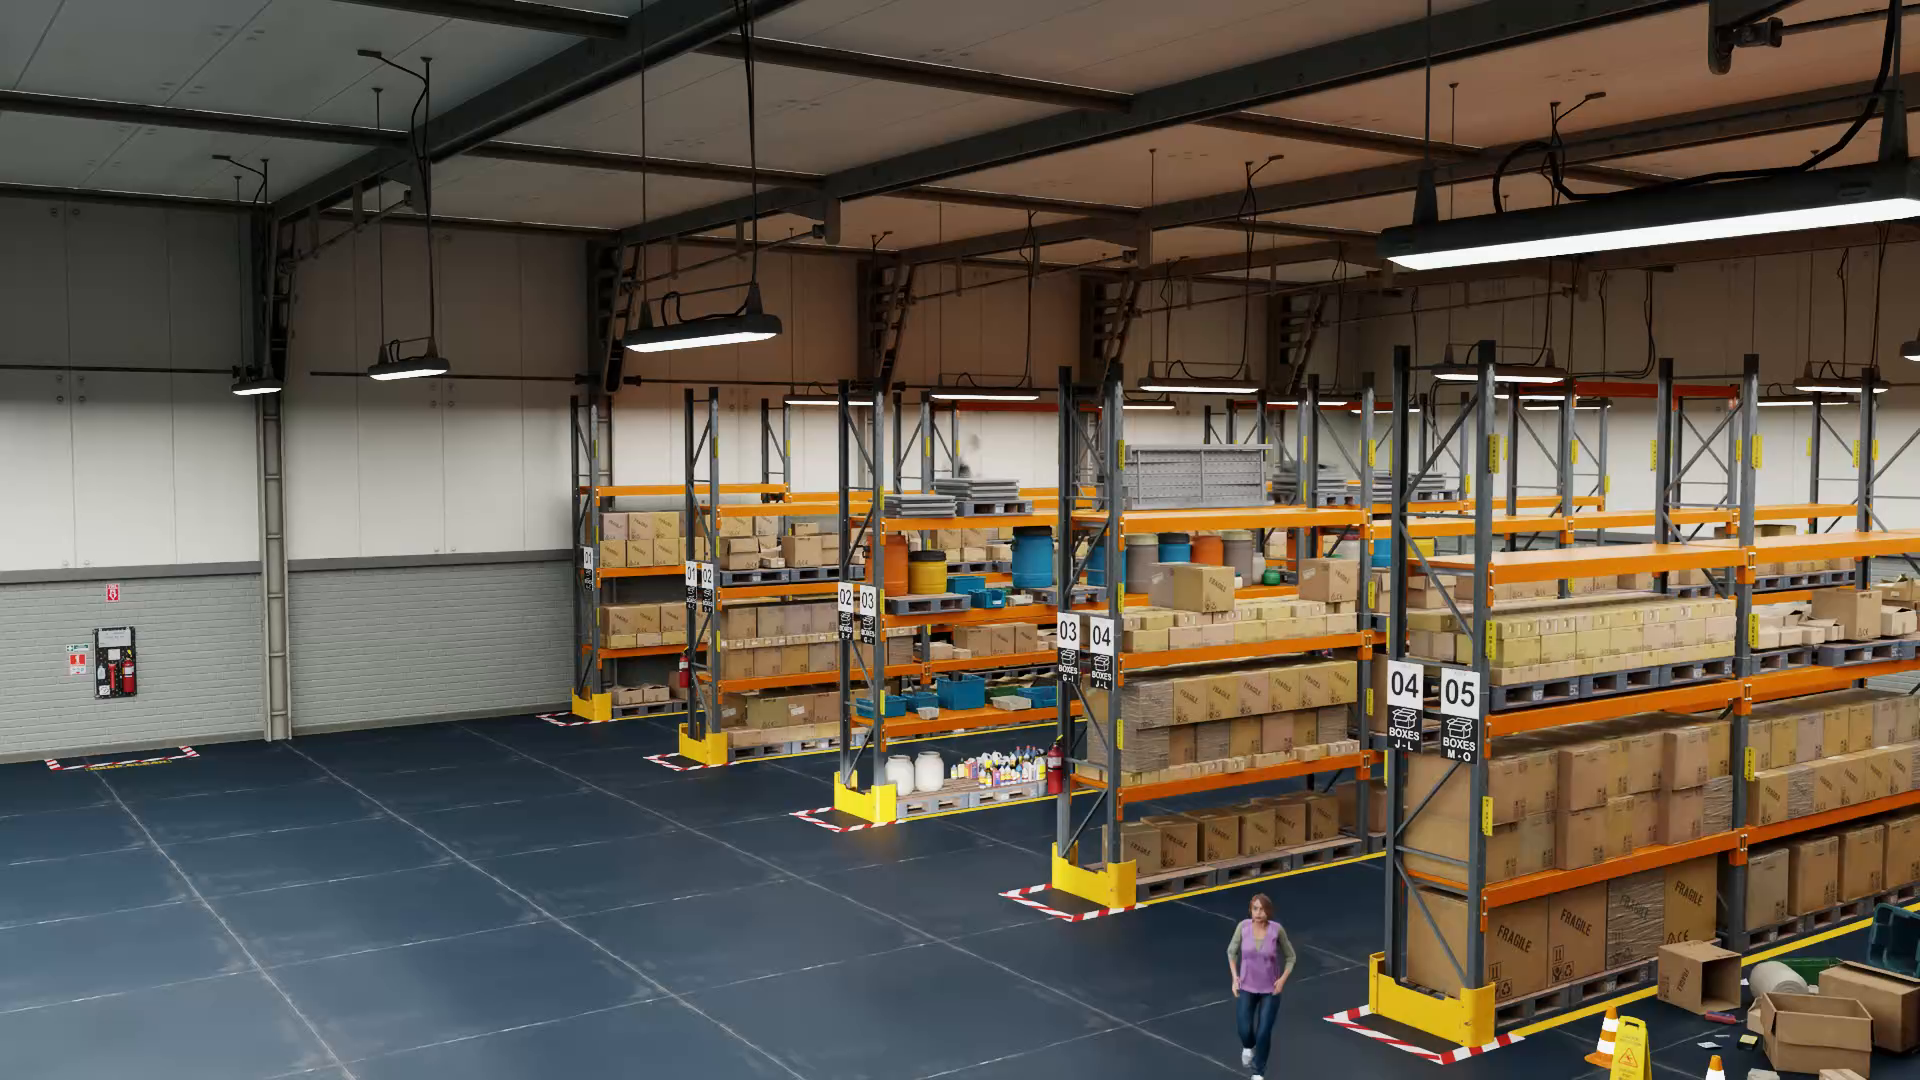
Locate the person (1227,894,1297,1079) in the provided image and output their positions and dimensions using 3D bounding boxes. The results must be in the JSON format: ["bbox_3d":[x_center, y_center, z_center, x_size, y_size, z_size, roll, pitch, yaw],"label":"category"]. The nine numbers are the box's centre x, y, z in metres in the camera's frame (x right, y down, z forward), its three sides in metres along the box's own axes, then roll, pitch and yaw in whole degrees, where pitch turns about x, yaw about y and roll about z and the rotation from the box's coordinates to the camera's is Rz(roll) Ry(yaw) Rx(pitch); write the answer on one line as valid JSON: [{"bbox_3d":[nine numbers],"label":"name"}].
[{"bbox_3d":[2.400,3.591,13.264,0.554,1.570,0.498,1,4,15],"label":"person"}]

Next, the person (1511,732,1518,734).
[{"bbox_3d":[6.588,3.076,19.648,1.073,1.721,0.716,-3,5,-40],"label":"person"}]
